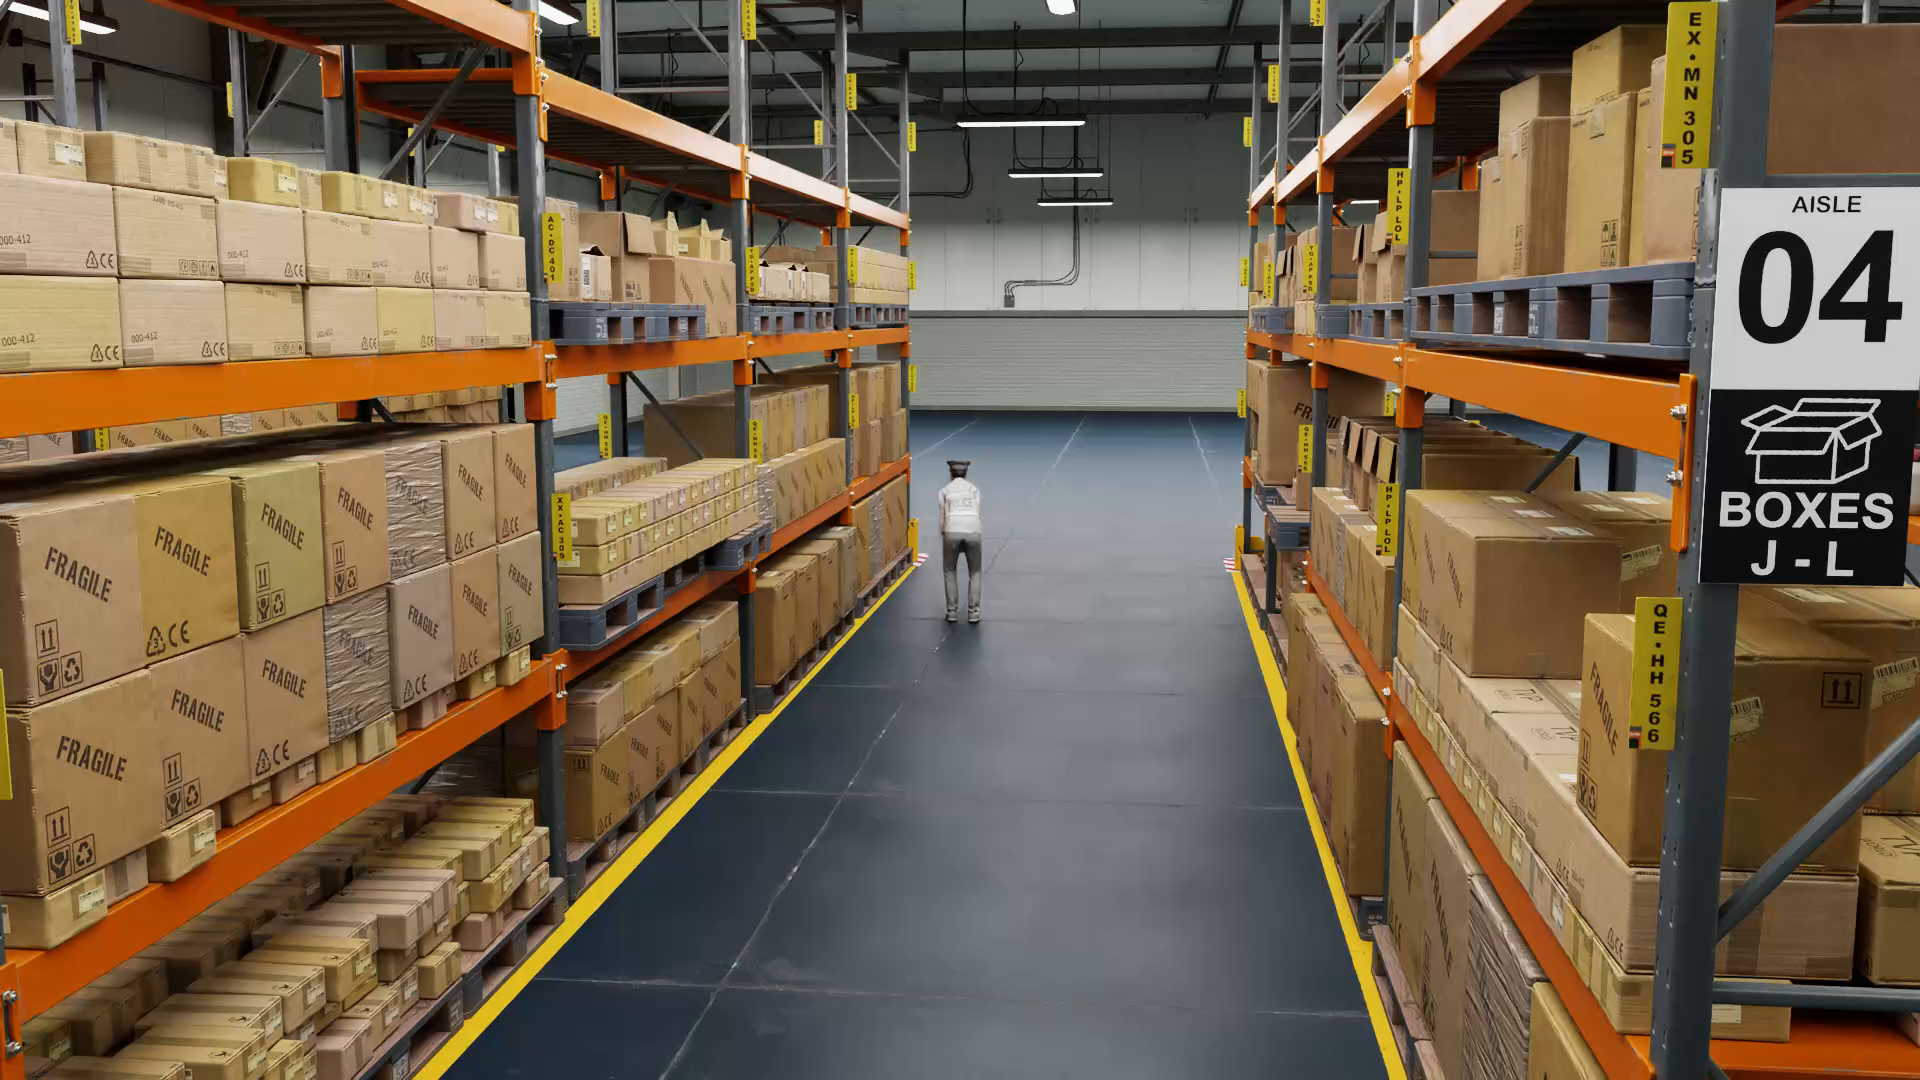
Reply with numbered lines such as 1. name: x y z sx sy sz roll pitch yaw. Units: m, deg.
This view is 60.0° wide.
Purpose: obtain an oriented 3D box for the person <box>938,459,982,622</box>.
1. person: -0.002 0.005 16.162 0.414 1.566 0.633 0 8 -2
